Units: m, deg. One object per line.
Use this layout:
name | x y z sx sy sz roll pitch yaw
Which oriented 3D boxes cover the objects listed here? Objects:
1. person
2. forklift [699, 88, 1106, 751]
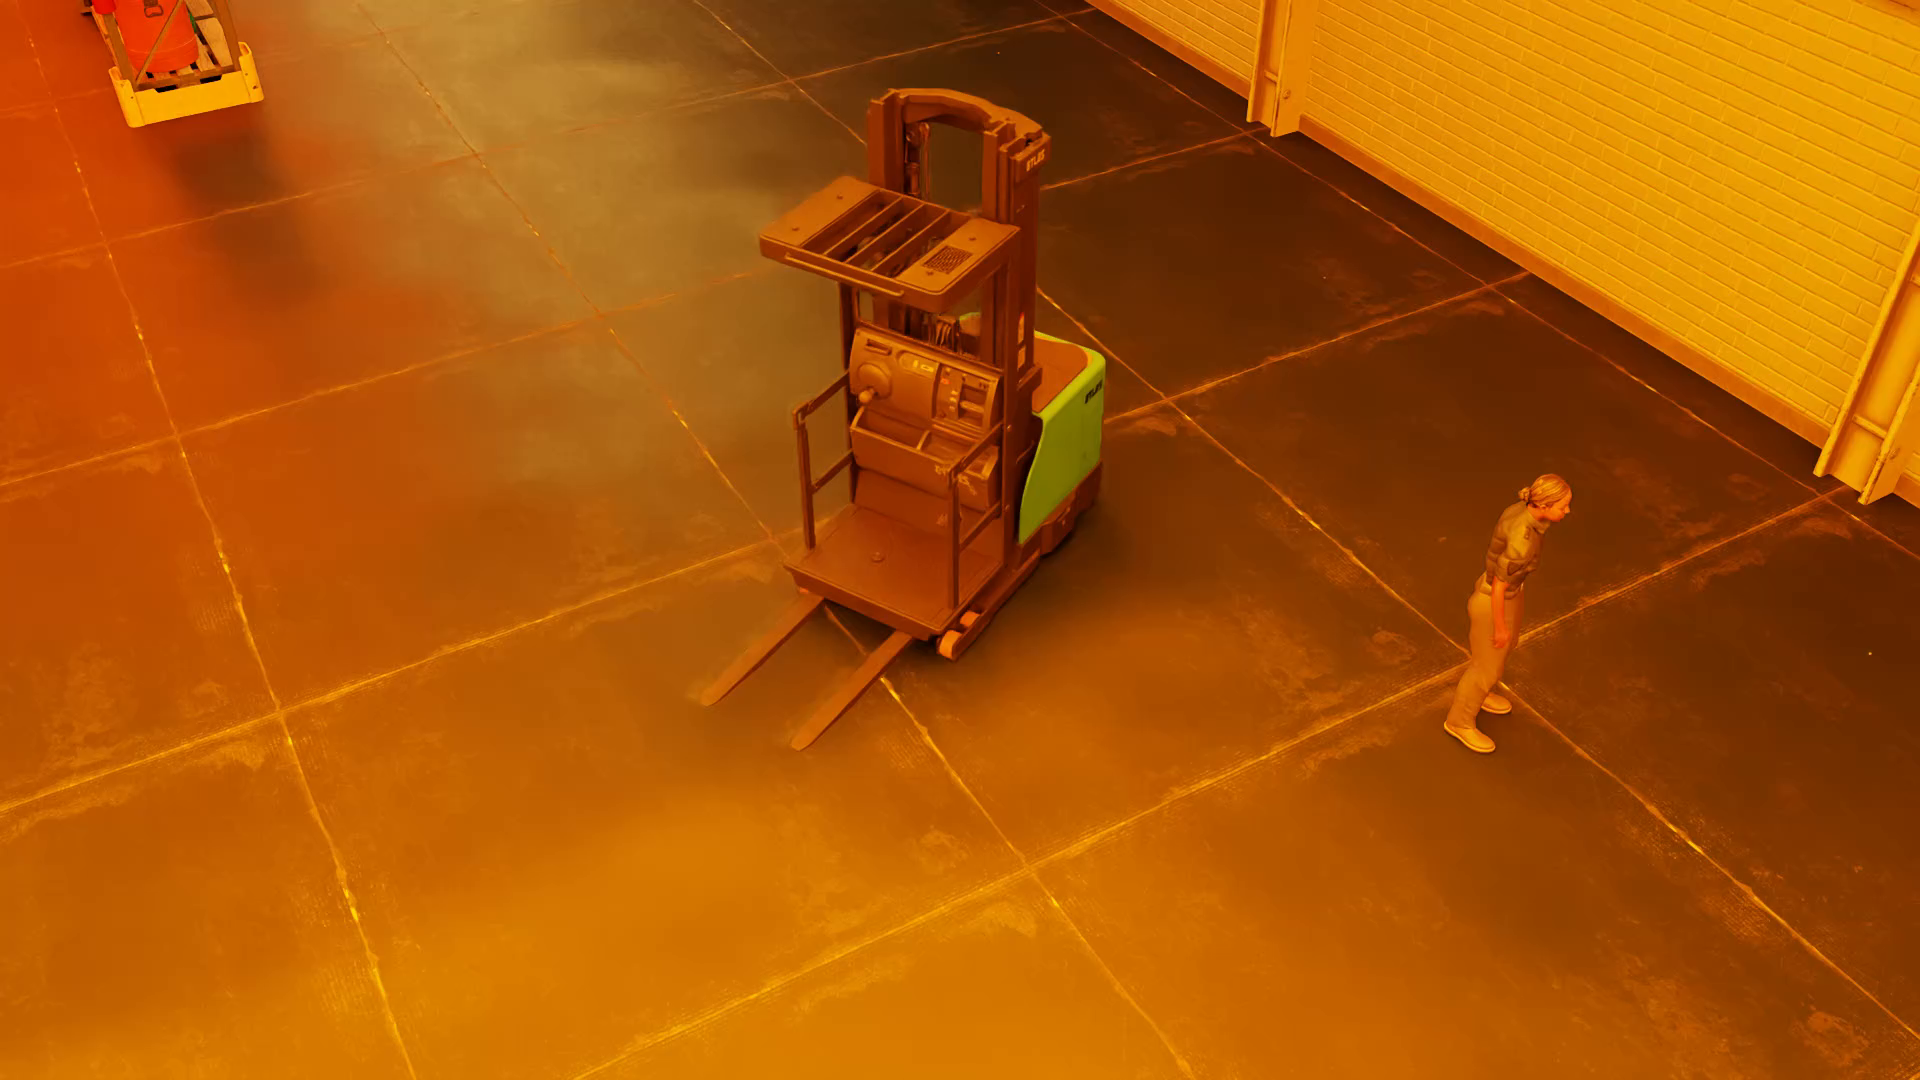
person | 2.830 0.334 8.635 0.349 1.655 0.532 18 43 20
forklift | -0.315 -0.789 8.987 1.130 2.935 3.031 22 44 24
